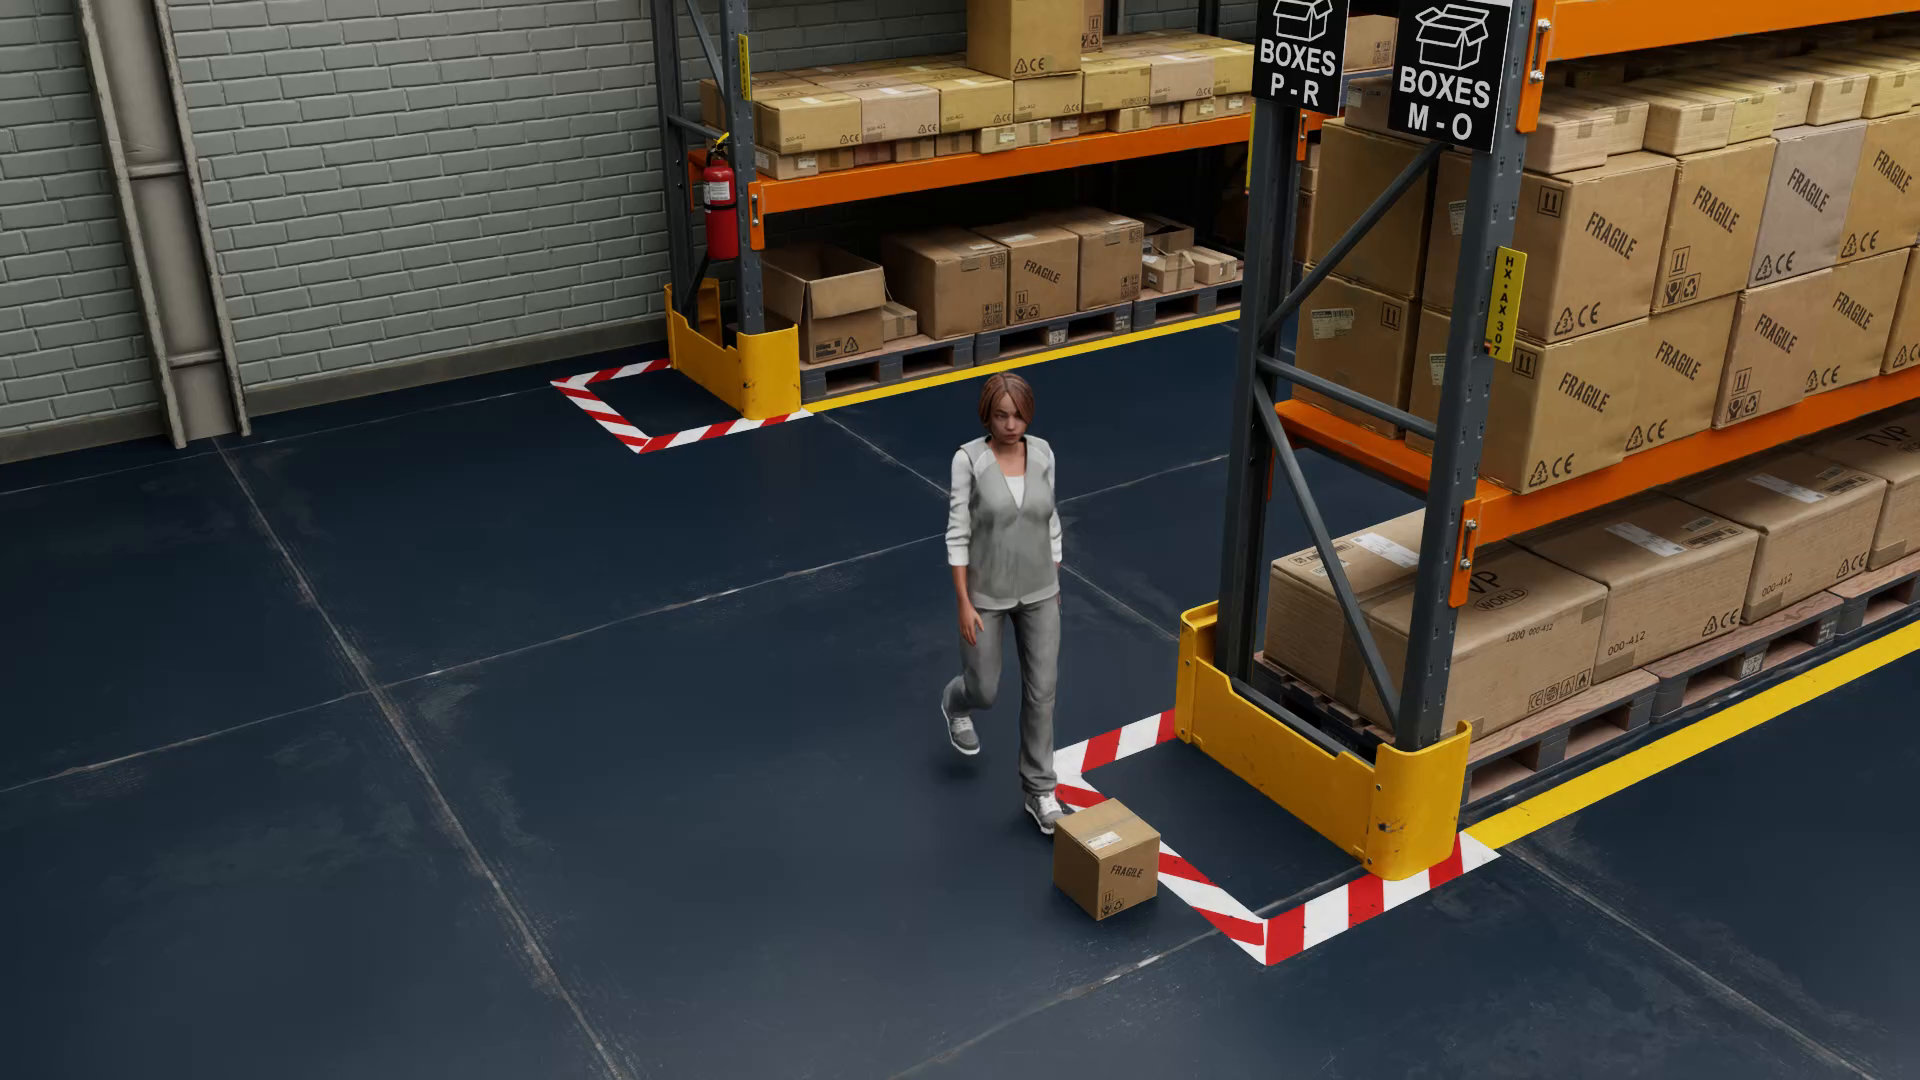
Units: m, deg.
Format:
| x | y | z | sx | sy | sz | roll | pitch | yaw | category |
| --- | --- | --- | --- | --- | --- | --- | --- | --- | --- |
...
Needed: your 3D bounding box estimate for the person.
| x | y | z | sx | sy | sz | roll | pitch | yaw | category |
| --- | --- | --- | --- | --- | --- | --- | --- | --- | --- |
| 0.164 | 0.193 | 5.708 | 0.424 | 1.569 | 0.742 | -7 | 26 | -15 | person |
